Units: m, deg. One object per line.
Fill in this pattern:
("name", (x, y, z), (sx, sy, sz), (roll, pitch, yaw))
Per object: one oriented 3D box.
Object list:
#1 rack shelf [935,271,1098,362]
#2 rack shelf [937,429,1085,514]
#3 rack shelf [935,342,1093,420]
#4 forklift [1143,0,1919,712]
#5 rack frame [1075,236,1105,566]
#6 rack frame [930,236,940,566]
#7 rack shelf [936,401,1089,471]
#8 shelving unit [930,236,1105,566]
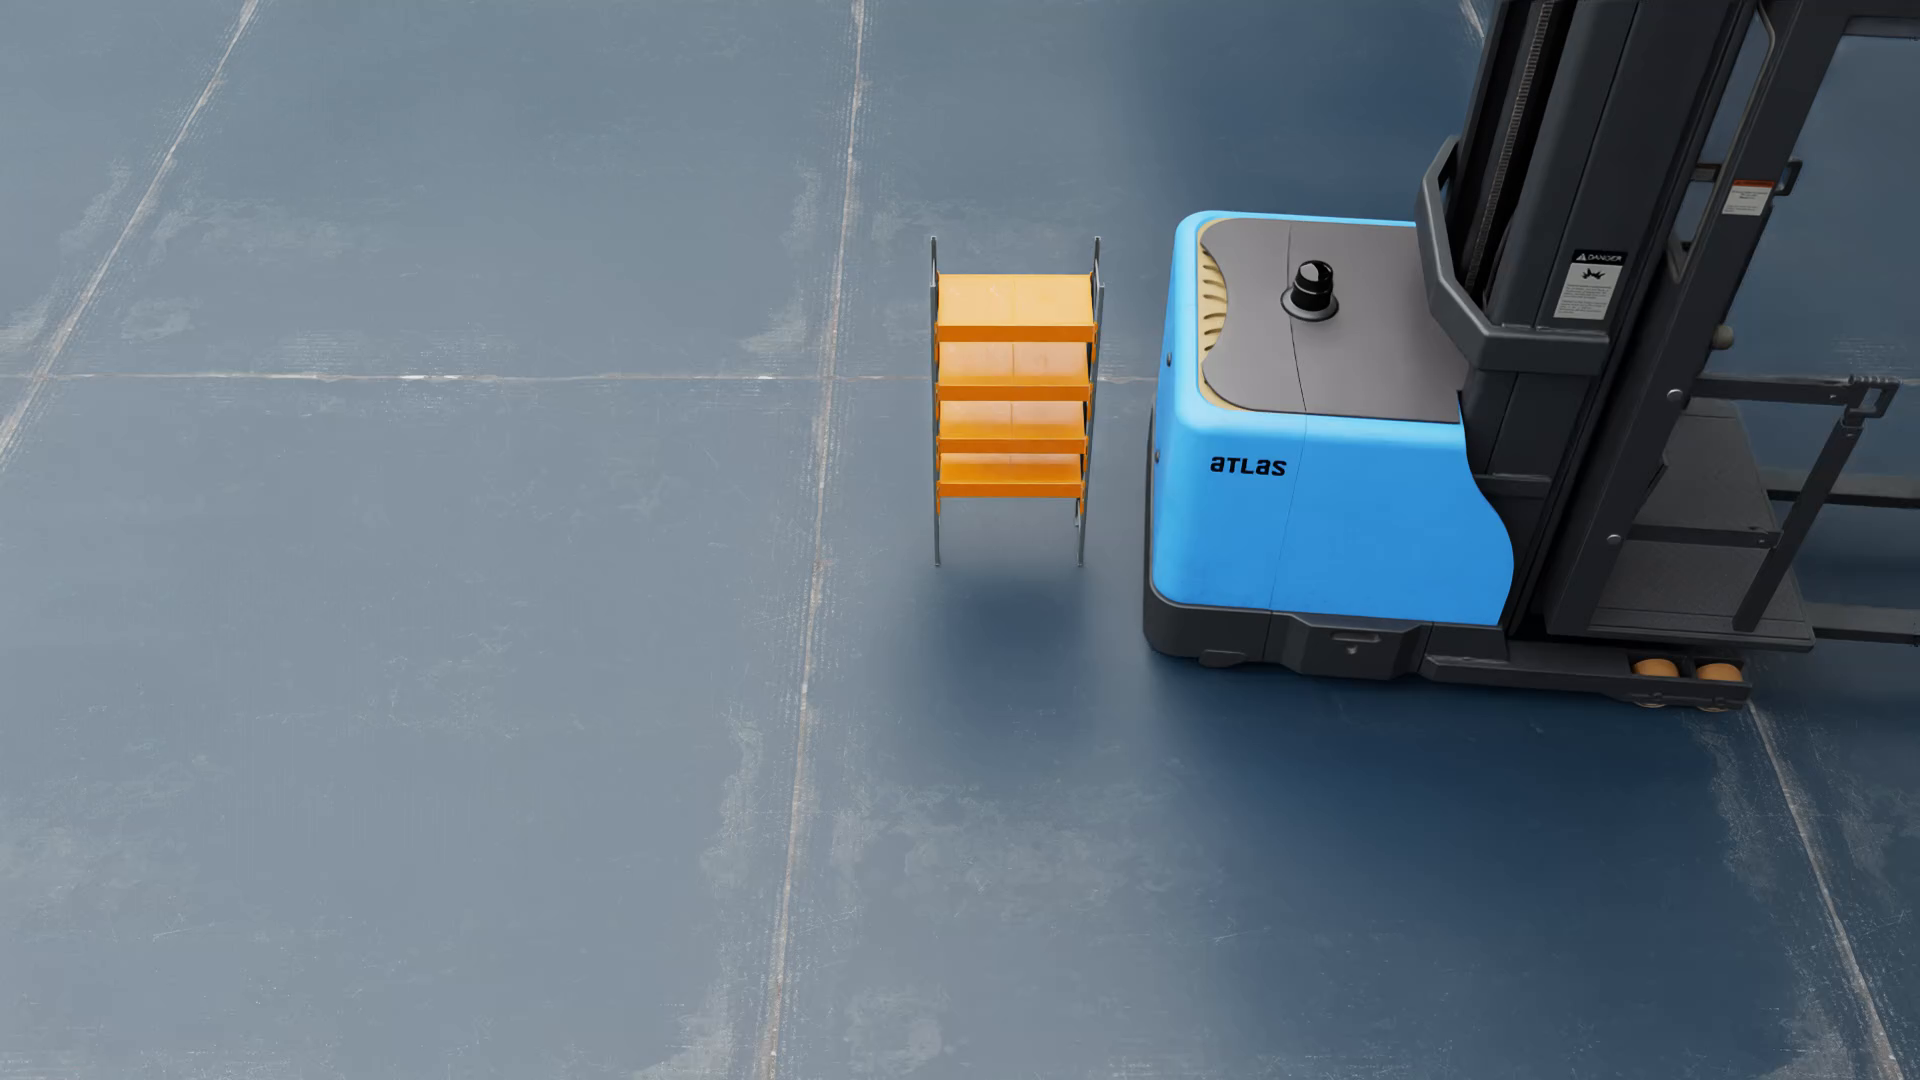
("rack shelf", (0.166, -0.676, 5.023), (0.480, 0.148, 0.258), (0, 47, 0))
("rack shelf", (0.166, -0.227, 5.505), (0.480, 0.148, 0.258), (0, 47, 0))
("rack shelf", (0.166, -0.515, 5.196), (0.480, 0.148, 0.258), (0, 47, 0))
("forklift", (2.140, -0.867, 4.554), (3.031, 2.935, 1.130), (4, 47, 4))
("rack frame", (0.410, -0.408, 5.310), (0.015, 1.200, 0.240), (0, 47, 0))
("rack frame", (-0.078, -0.409, 5.311), (0.015, 1.200, 0.240), (0, 47, 0))
("rack shelf", (0.166, -0.362, 5.360), (0.480, 0.148, 0.258), (0, 47, 0))
("shelving unit", (0.166, -0.408, 5.310), (0.503, 1.200, 0.258), (0, 47, 0))
